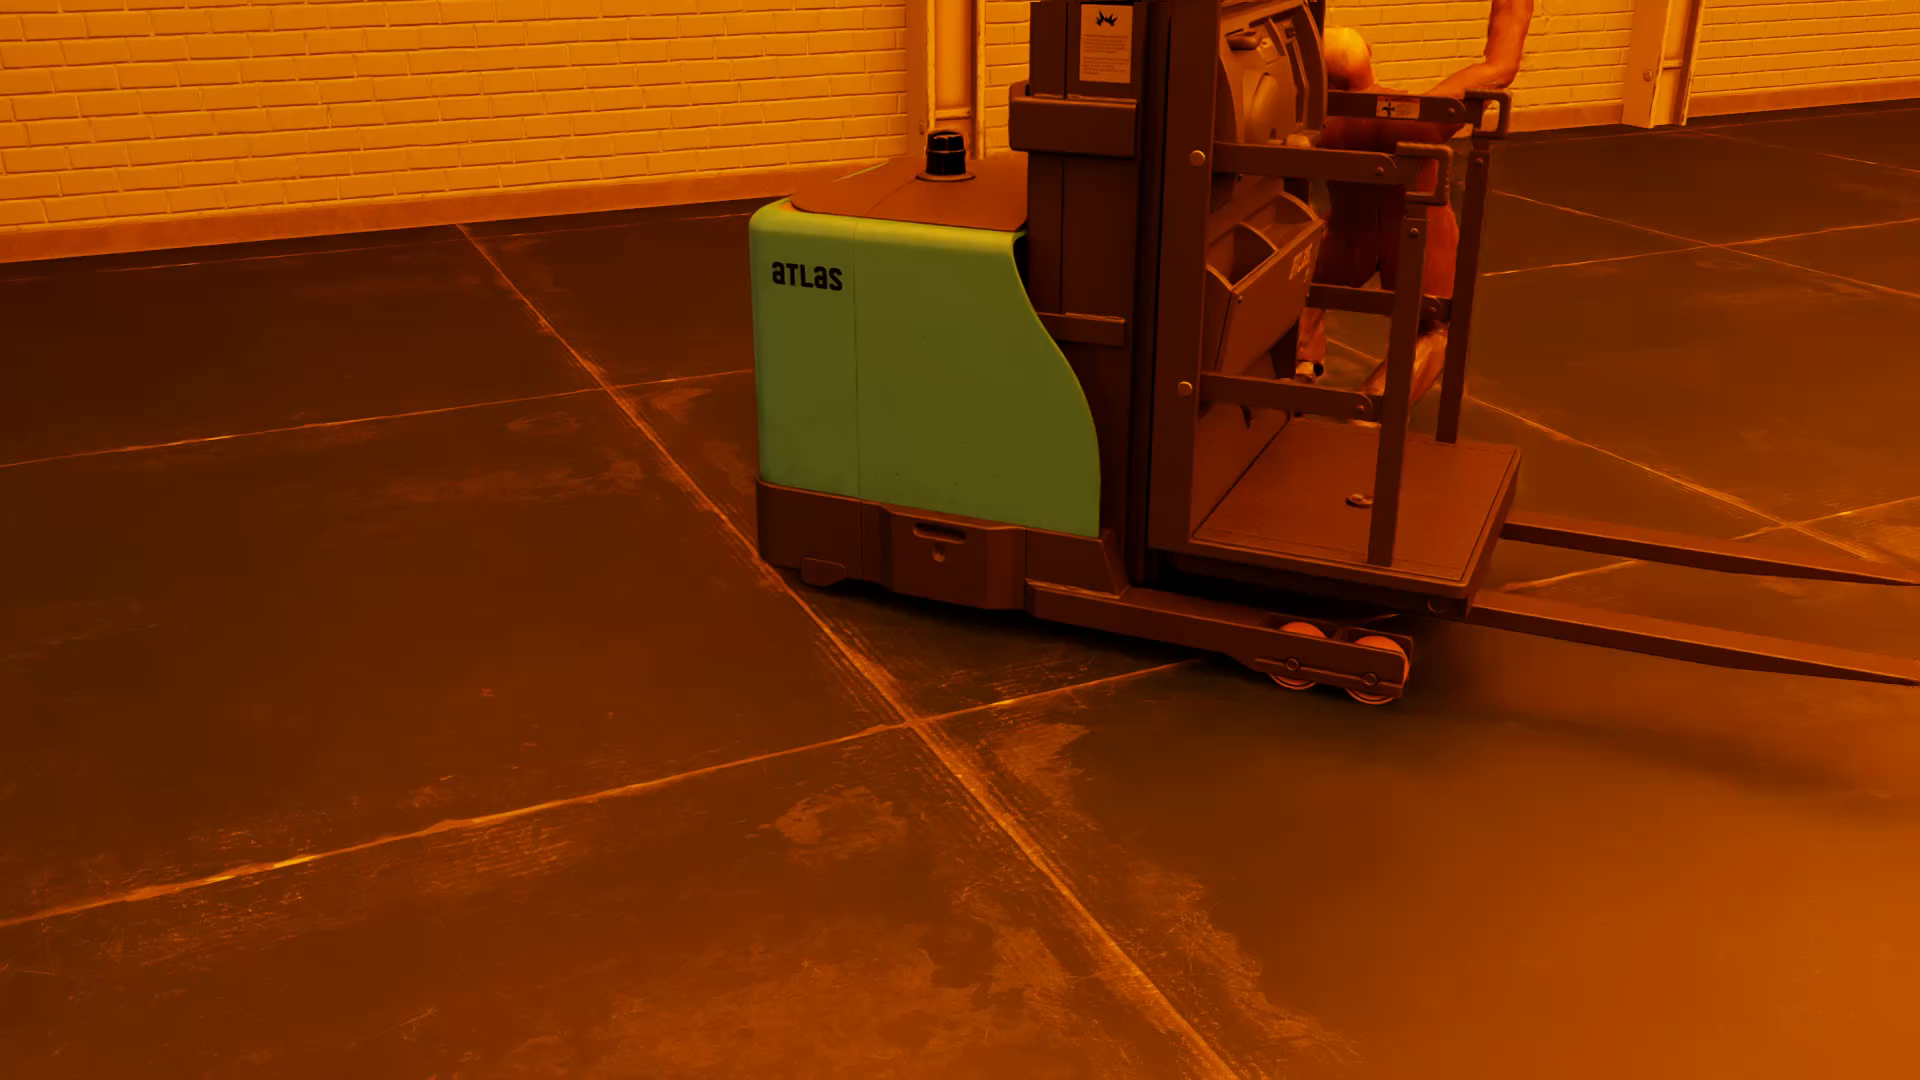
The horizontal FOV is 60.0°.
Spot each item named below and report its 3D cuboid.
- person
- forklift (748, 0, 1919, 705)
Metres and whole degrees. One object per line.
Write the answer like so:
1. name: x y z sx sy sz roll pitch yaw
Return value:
1. person: 1.324 -1.129 5.676 1.011 1.693 0.768 12 25 26
2. forklift: 0.978 -1.178 4.121 3.031 2.935 1.130 10 24 22
